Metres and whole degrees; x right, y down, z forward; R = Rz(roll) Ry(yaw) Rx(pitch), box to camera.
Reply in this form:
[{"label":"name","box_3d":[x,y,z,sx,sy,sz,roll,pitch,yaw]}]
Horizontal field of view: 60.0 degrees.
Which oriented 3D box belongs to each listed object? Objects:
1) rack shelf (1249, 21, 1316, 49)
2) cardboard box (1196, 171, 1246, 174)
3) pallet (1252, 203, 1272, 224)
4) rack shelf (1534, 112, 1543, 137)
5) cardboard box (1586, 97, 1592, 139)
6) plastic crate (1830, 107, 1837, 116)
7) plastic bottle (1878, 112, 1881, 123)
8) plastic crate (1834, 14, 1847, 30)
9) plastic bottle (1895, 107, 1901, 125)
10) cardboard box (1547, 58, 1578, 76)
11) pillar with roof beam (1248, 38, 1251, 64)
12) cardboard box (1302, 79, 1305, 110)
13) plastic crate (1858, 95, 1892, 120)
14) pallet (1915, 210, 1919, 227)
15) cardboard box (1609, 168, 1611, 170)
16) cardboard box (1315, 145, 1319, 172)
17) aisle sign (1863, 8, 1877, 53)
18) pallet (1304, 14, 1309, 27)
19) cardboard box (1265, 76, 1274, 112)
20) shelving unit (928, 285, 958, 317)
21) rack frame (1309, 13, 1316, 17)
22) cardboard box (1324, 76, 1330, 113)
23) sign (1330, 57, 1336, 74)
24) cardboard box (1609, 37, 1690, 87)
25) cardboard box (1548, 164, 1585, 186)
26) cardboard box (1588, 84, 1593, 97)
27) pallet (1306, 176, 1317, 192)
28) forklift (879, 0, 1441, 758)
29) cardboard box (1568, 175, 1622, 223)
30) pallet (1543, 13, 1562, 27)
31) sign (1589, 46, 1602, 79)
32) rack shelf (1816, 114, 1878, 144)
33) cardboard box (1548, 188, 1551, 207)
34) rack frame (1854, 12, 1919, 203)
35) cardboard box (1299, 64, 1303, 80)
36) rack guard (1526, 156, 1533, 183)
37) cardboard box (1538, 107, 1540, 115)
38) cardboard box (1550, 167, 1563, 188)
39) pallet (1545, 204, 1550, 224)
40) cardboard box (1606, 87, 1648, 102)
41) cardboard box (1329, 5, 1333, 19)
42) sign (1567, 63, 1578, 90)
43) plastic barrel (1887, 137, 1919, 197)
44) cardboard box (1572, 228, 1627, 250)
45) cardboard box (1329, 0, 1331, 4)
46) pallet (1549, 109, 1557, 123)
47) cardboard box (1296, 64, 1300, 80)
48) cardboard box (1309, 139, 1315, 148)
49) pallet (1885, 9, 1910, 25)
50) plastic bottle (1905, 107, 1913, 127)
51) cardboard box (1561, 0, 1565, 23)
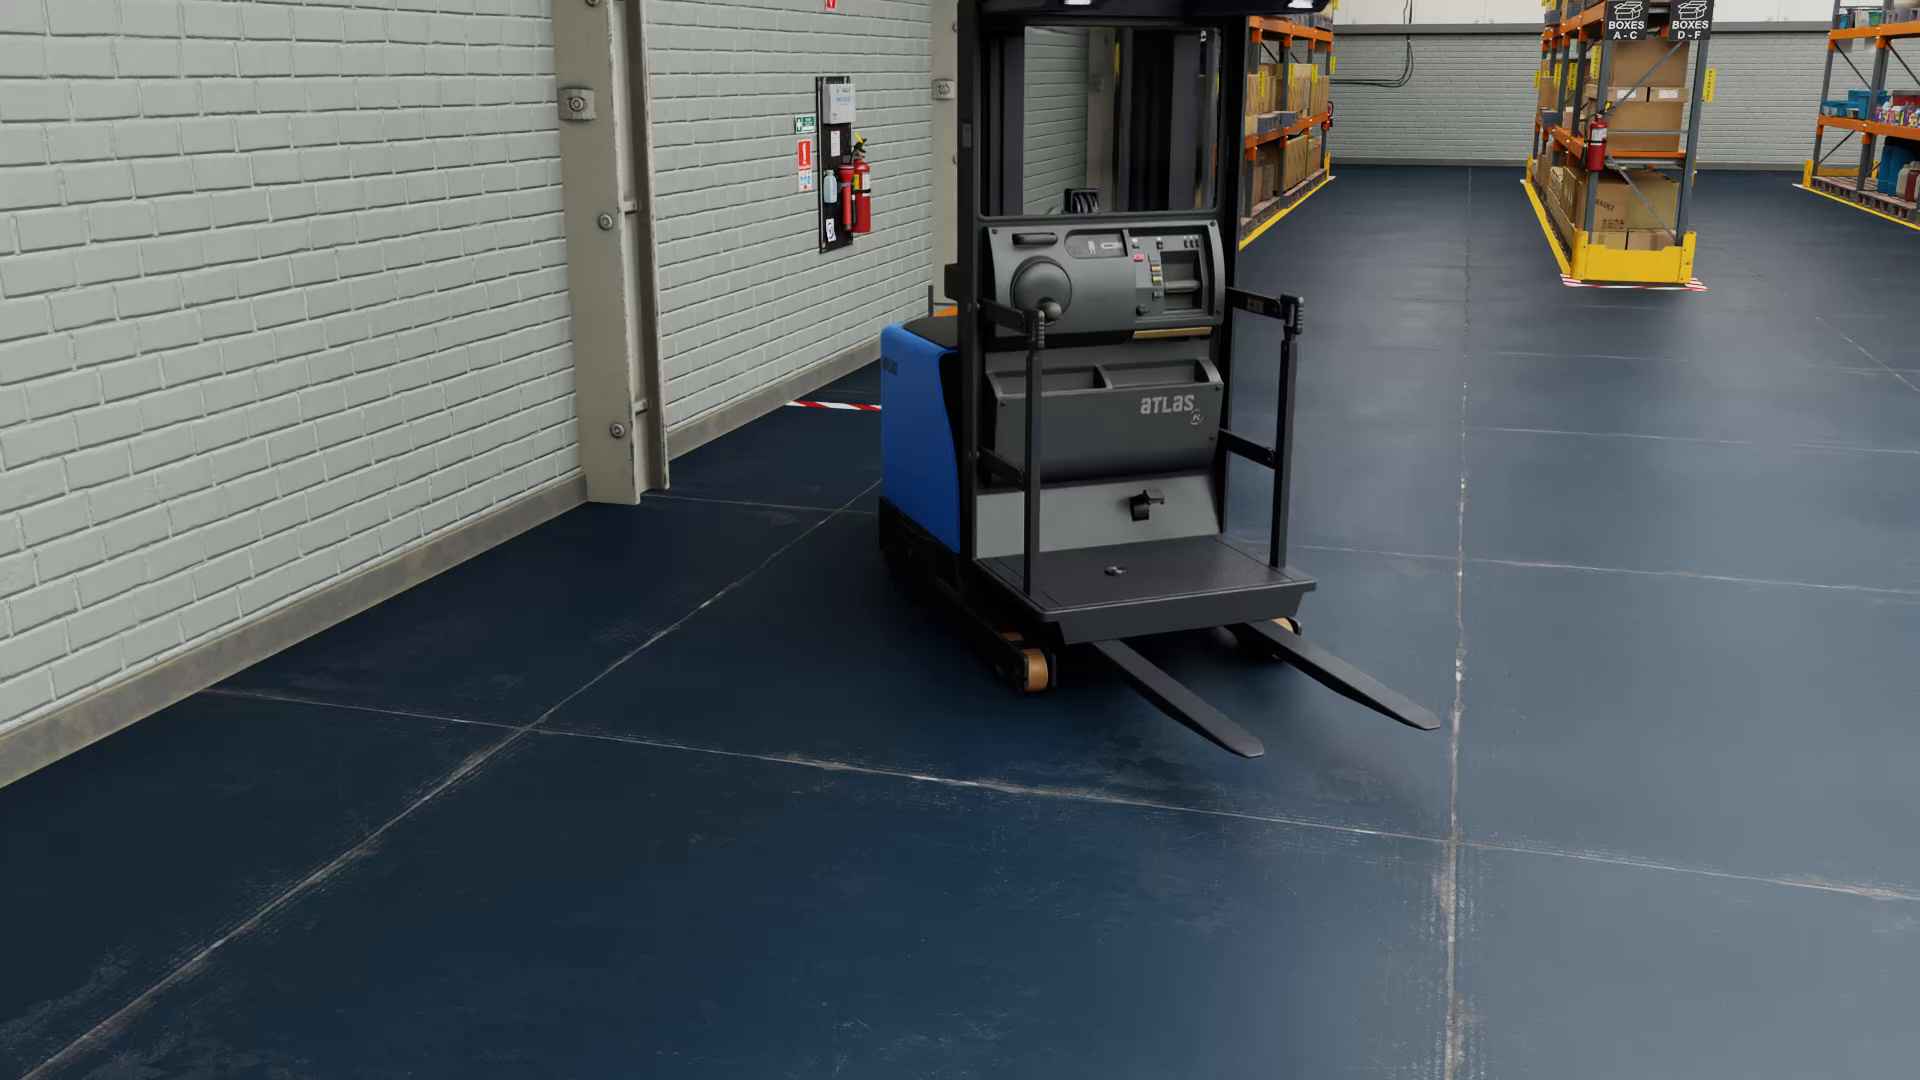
[{"label":"rack shelf","box_3d":[5.141,-8.288,27.373,1.077,0.370,4.000,5,16,16]},{"label":"cardboard box","box_3d":[3.728,-4.963,23.605,0.700,0.500,0.500,4,16,15]},{"label":"pallet","box_3d":[4.000,-4.803,24.378,1.003,0.211,1.213,5,16,16]},{"label":"rack shelf","box_3d":[11.028,-7.508,30.121,1.077,0.370,4.000,5,16,16]},{"label":"cardboard box","box_3d":[8.066,-5.169,20.374,0.700,0.500,0.500,4,16,14]},{"label":"plastic crate","box_3d":[15.595,-7.600,29.501,0.250,0.136,0.298,5,16,16]},{"label":"plastic bottle","box_3d":[14.641,-6.721,26.391,0.097,0.201,0.097,0,16,0]},{"label":"plastic crate","box_3d":[15.968,-9.293,29.839,0.497,0.269,0.590,5,16,16]},{"label":"plastic bottle","box_3d":[14.323,-6.461,25.347,0.097,0.271,0.097,0,16,0]},{"label":"cardboard box","box_3d":[10.355,-8.012,28.565,0.500,0.500,0.500,5,17,16]},{"label":"pillar with roof beam","box_3d":[9.206,-10.516,28.415,9.100,9.000,0.400,5,16,16]},{"label":"cardboard box","box_3d":[5.533,-7.509,28.043,0.500,0.500,0.500,5,16,16]},{"label":"plastic crate","box_3d":[15.013,-7.115,27.338,0.392,0.384,0.575,5,16,16]},{"label":"pallet","box_3d":[13.814,-4.358,22.807,1.003,0.211,1.213,5,16,16]},{"label":"cardboard box","box_3d":[9.269,-5.141,23.698,0.500,0.311,0.500,4,16,15]},{"label":"cardboard box","box_3d":[6.601,-7.438,32.367,0.700,0.500,0.500,5,16,16]},{"label":"aisle sign","box_3d":[16.646,-9.239,30.141,0.394,0.787,0.004,5,16,16]},{"label":"pallet","box_3d":[5.496,-8.821,28.286,0.805,0.209,1.217,4,16,14]},{"label":"cardboard box","box_3d":[4.316,-6.655,24.806,0.700,0.500,0.500,3,16,11]},{"label":"shelving unit","box_3d":[0.045,-0.622,7.823,0.258,1.200,0.503,5,17,16]},{"label":"rack frame","box_3d":[5.709,-10.600,28.710,1.000,3.000,0.127,5,16,16]},{"label":"cardboard box","box_3d":[6.711,-8.771,32.704,0.980,0.700,0.700,5,17,18]},{"label":"sign","box_3d":[7.362,-9.386,32.867,0.100,0.325,0.005,5,16,16]},{"label":"cardboard box","box_3d":[7.210,-4.999,17.394,0.700,0.500,0.500,5,16,16]},{"label":"cardboard box","box_3d":[9.364,-5.556,25.696,0.500,0.500,0.500,5,17,18]},{"label":"cardboard box","box_3d":[7.781,-5.409,20.032,0.380,0.149,0.250,4,16,14]},{"label":"pallet","box_3d":[6.000,-6.565,30.589,1.003,0.211,1.213,5,16,16]},{"label":"forklift","box_3d":[0.622,-0.989,5.944,1.130,2.935,3.031,-6,17,-19]},{"label":"cardboard box","box_3d":[7.187,-3.857,18.827,0.500,0.500,0.500,5,16,16]},{"label":"pallet","box_3d":[10.207,-8.518,27.212,1.213,0.211,1.003,5,16,16]},{"label":"sign","box_3d":[6.533,-4.908,17.080,0.100,0.325,0.005,5,16,16]},{"label":"rack shelf","box_3d":[15.776,-7.123,28.763,1.077,0.370,4.000,5,16,16]},{"label":"cardboard box","box_3d":[8.751,-4.918,23.939,0.500,0.250,0.500,4,16,14]},{"label":"rack frame","box_3d":[15.208,-6.946,26.820,1.000,3.000,0.127,5,16,16]},{"label":"cardboard box","box_3d":[5.378,-7.734,27.459,0.500,0.250,0.500,4,16,15]},{"label":"rack guard","box_3d":[11.575,-7.155,32.138,1.175,0.500,0.348,5,16,16]},{"label":"cardboard box","box_3d":[10.931,-8.063,30.577,0.500,0.500,0.500,5,16,16]},{"label":"cardboard box","box_3d":[8.751,-5.181,23.840,0.500,0.311,0.500,4,16,14]},{"label":"pallet","box_3d":[9.052,-4.730,24.120,1.003,0.211,1.213,5,16,16]},{"label":"cardboard box","box_3d":[6.975,-4.666,17.412,0.380,0.149,0.250,4,16,15]},{"label":"cardboard box","box_3d":[6.892,-10.169,32.010,0.500,0.250,0.500,5,17,18]},{"label":"sign","box_3d":[7.663,-5.796,20.791,0.100,0.325,0.005,5,16,16]},{"label":"plastic barrel","box_3d":[14.836,-5.812,25.899,0.600,0.901,0.708,5,16,16]},{"label":"cardboard box","box_3d":[6.919,-3.234,18.003,0.500,0.250,0.500,5,16,16]},{"label":"cardboard box","box_3d":[6.747,-10.400,31.448,0.500,0.500,0.500,5,17,18]},{"label":"pallet","box_3d":[9.871,-6.701,26.310,1.003,0.211,1.213,5,16,16]},{"label":"cardboard box","box_3d":[5.239,-7.600,26.986,0.500,0.250,0.500,5,17,16]},{"label":"cardboard box","box_3d":[6.440,-7.425,31.133,0.380,0.149,0.250,4,16,14]},{"label":"pallet","box_3d":[15.079,-8.085,25.687,1.213,0.211,1.003,5,16,16]},{"label":"plastic bottle","box_3d":[14.102,-6.281,24.690,0.061,0.283,0.133,5,16,16]},{"label":"cardboard box","box_3d":[9.707,-8.162,25.427,0.910,0.500,0.500,5,16,16]}]
